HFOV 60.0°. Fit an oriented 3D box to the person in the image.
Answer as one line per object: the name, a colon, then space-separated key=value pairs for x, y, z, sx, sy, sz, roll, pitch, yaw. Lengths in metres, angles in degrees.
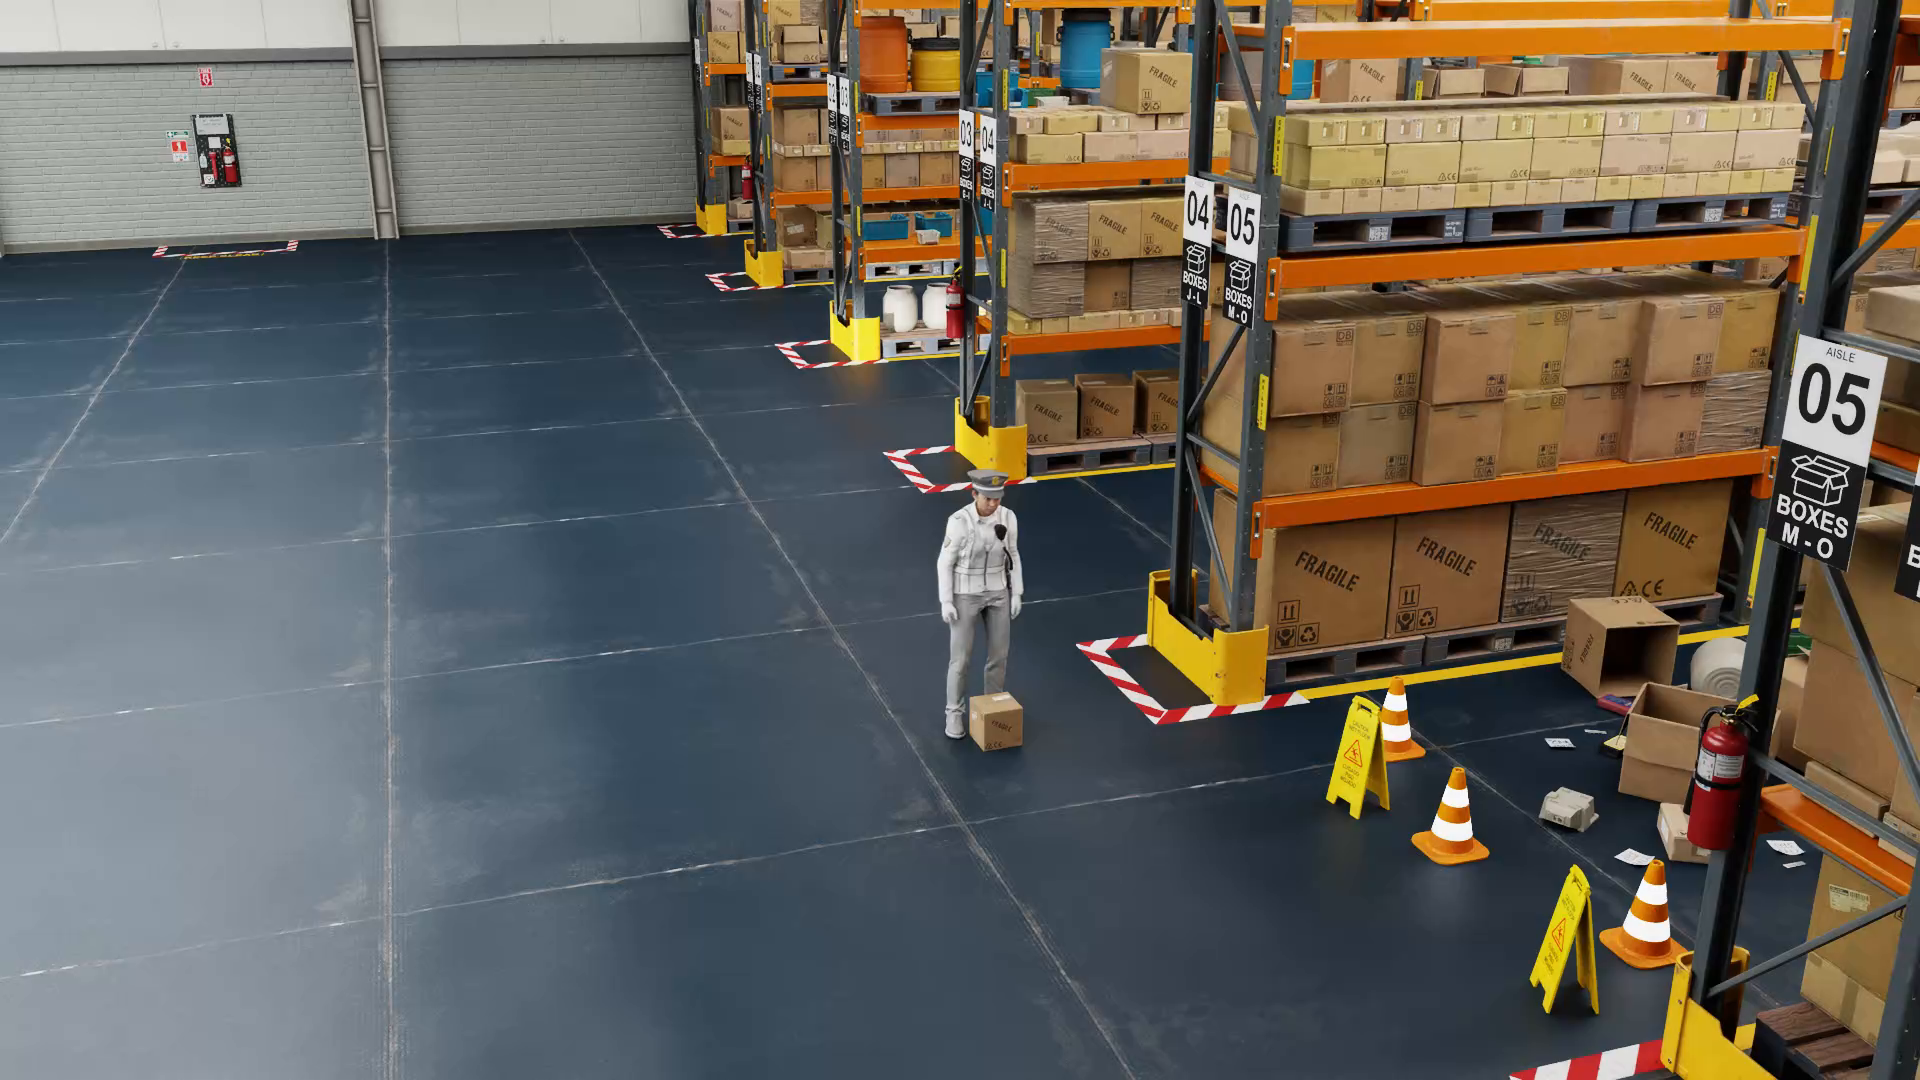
person: x=0.128 y=0.358 z=10.045 sx=0.528 sy=1.662 sz=0.375 roll=-6 pitch=20 yaw=-17
